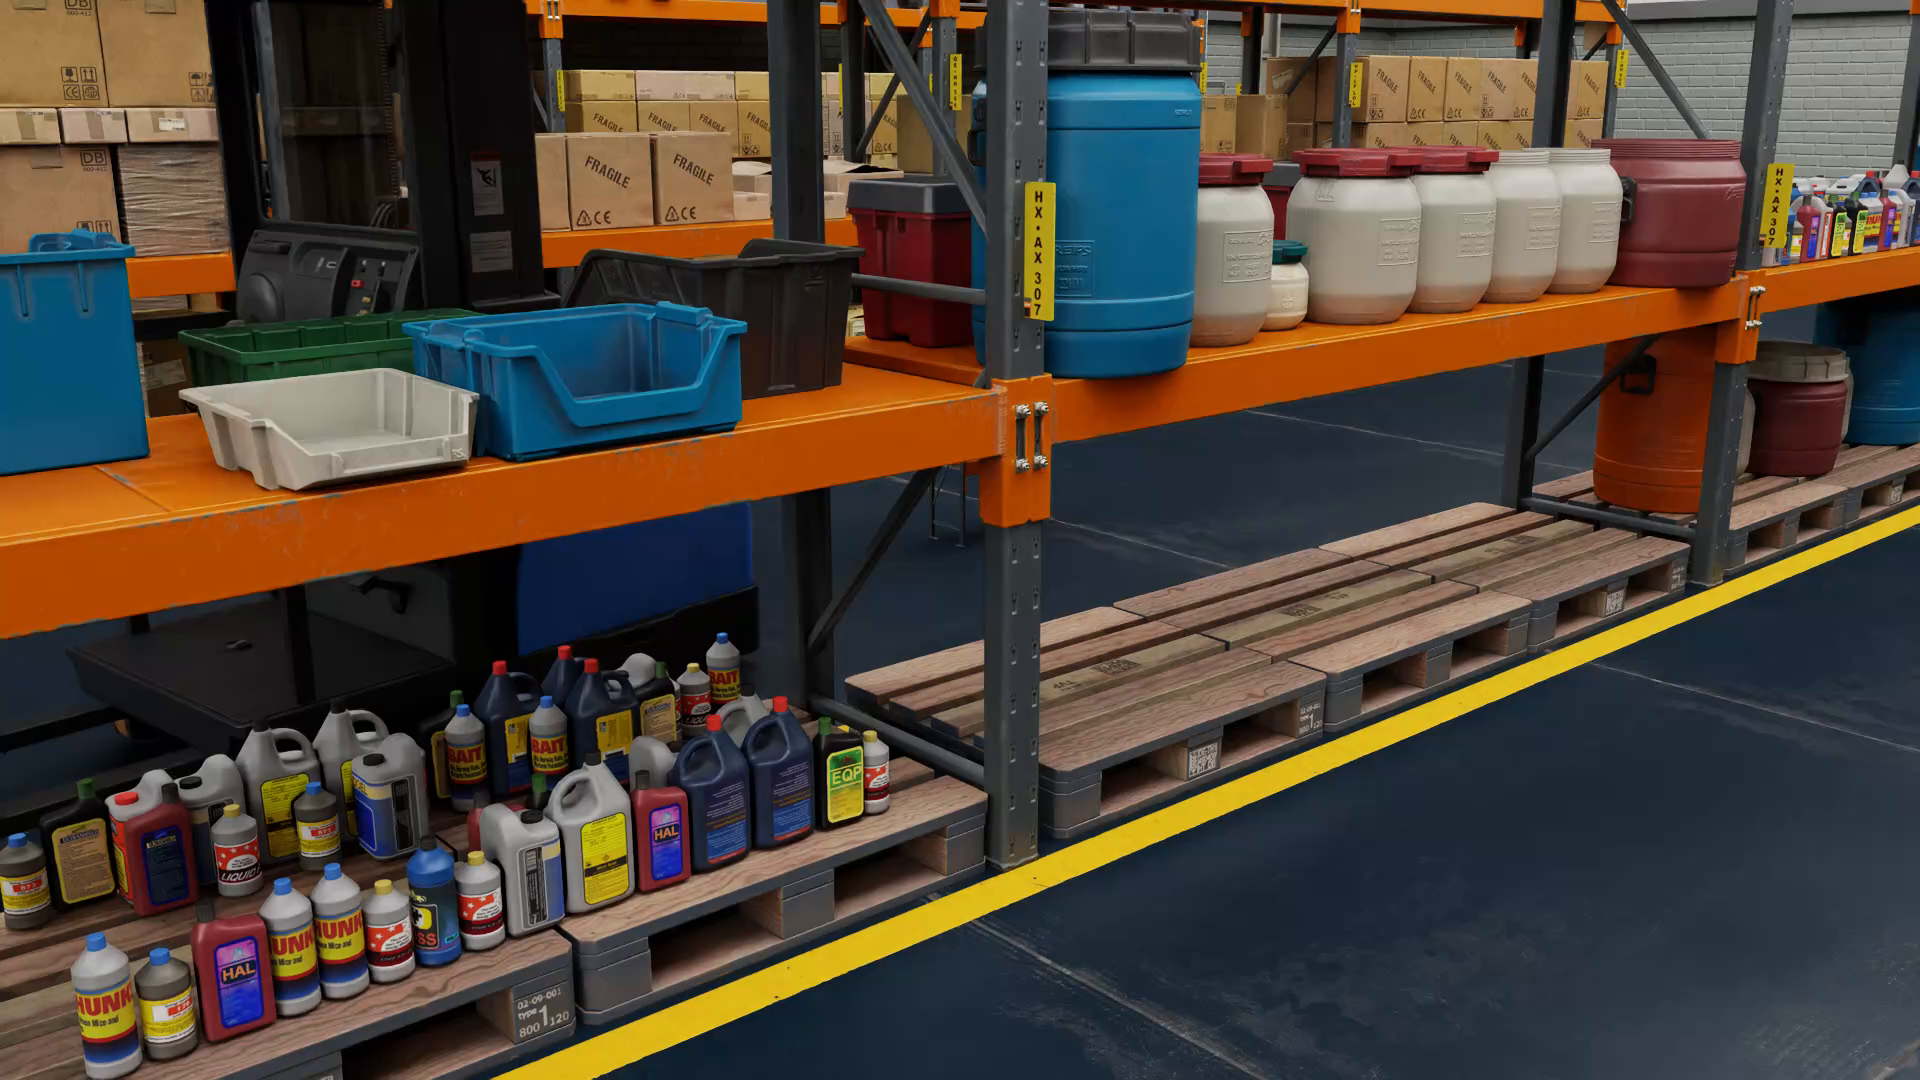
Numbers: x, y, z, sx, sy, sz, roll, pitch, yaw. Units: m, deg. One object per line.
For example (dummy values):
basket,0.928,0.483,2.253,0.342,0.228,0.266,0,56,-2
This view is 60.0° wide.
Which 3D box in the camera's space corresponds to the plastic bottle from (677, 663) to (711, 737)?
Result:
plastic bottle,-0.766,0.456,4.801,0.097,0.201,0.097,0,15,0

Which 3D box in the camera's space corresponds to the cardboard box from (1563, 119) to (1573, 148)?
cardboard box,5.094,-3.498,14.840,0.500,0.500,0.500,-12,19,-39

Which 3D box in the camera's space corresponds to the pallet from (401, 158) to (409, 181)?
pallet,-4.115,-3.042,13.697,1.003,0.211,1.213,-13,19,-39

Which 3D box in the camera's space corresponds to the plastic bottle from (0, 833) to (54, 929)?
plastic bottle,-2.082,0.751,3.696,0.097,0.201,0.097,0,15,0

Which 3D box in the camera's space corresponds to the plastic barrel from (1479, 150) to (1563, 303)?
plastic barrel,1.902,-1.114,5.891,0.421,0.512,0.421,0,15,0

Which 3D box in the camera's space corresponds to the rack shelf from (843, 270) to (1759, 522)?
rack shelf,1.347,-0.661,5.805,4.000,0.370,1.077,-13,19,-39

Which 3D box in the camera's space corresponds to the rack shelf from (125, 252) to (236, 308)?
rack shelf,-4.919,-0.948,6.881,4.000,0.370,1.077,-13,19,-39

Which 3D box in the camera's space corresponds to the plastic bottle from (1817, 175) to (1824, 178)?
plastic bottle,4.647,-1.839,9.048,0.133,0.283,0.061,-13,19,-39

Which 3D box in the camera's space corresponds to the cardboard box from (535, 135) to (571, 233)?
cardboard box,-2.423,-1.899,8.853,0.500,0.500,0.500,-11,18,-35

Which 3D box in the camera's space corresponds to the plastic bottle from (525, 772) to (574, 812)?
plastic bottle,-0.933,0.667,3.851,0.133,0.283,0.061,-13,19,-39

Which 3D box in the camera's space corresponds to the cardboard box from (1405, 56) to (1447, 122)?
cardboard box,3.554,-3.634,13.410,0.500,0.500,0.500,-13,20,-41

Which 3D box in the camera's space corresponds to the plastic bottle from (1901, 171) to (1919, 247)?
plastic bottle,4.564,-1.595,8.004,0.185,0.351,0.144,-13,19,-39

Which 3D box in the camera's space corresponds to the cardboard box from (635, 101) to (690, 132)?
cardboard box,-2.712,-3.597,14.594,0.500,0.500,0.500,-12,19,-38

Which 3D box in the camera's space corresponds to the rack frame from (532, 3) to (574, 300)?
rack frame,-3.648,-3.276,14.201,0.127,3.000,1.000,-13,19,-39

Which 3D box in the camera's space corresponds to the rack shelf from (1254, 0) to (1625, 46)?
rack shelf,4.133,-4.430,14.104,4.000,0.370,1.077,-13,19,-39

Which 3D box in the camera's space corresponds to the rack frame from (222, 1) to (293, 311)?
rack frame,-3.410,-1.634,8.057,0.127,3.000,1.000,-13,19,-39

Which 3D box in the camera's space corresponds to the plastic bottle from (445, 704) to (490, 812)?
plastic bottle,-1.272,0.556,4.290,0.097,0.271,0.097,0,15,0

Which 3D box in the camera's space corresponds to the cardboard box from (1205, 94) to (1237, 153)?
cardboard box,1.643,-3.075,12.443,0.500,0.500,0.700,-9,17,-31

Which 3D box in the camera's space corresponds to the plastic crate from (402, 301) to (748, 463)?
plastic crate,-0.818,-0.357,3.563,0.616,0.251,0.499,-13,19,-39

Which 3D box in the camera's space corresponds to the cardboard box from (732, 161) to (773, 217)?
cardboard box,-1.195,-2.155,10.179,0.500,0.311,0.500,-13,20,-40

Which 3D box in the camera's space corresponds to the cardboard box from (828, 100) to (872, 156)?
cardboard box,-1.191,-3.940,15.877,0.500,0.500,0.500,-12,19,-39

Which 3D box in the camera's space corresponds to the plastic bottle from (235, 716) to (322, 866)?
plastic bottle,-1.646,0.589,4.012,0.185,0.351,0.144,-12,19,-37

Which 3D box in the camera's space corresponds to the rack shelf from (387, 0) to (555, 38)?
rack shelf,-5.156,-4.039,12.639,4.000,0.370,1.077,-13,19,-39

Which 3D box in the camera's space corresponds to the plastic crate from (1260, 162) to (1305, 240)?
plastic crate,1.436,-1.164,6.171,0.583,0.464,0.402,-13,19,-39

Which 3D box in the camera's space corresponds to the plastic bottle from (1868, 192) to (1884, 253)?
plastic bottle,4.197,-1.466,7.676,0.097,0.271,0.097,0,15,0

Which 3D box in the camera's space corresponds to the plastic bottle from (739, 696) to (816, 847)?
plastic bottle,-0.458,0.563,4.111,0.185,0.351,0.144,-13,20,-41

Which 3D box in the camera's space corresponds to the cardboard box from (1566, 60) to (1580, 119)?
cardboard box,5.106,-3.984,14.721,0.500,0.500,0.500,-12,19,-38

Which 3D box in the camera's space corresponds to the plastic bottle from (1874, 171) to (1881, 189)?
plastic bottle,5.216,-1.967,9.526,0.133,0.283,0.061,-13,19,-39

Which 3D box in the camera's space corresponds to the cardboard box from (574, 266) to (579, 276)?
cardboard box,-3.007,-2.539,14.795,0.750,0.750,0.750,-13,20,-40

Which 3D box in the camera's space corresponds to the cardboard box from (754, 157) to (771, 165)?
cardboard box,-1.894,-3.480,15.413,0.250,0.149,0.380,-12,19,-38

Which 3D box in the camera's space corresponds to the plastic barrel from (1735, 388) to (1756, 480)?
plastic barrel,3.581,-0.547,7.994,0.421,0.512,0.421,0,15,0

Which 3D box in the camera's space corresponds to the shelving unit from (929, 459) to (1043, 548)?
shelving unit,0.125,-0.608,7.700,0.503,1.200,0.258,-13,19,-39

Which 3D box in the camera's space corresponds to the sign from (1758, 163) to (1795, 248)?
sign,3.222,-1.320,6.563,0.005,0.325,0.100,-13,19,-39

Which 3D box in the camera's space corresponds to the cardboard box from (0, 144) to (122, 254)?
cardboard box,-4.135,-1.516,7.418,0.500,0.500,0.700,-13,20,-40

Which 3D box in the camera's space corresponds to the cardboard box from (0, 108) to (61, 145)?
cardboard box,-4.056,-1.777,7.141,0.250,0.149,0.380,-13,20,-39

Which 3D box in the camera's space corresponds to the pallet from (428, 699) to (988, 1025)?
pallet,-0.696,0.783,4.408,1.213,0.211,1.003,-13,19,-39

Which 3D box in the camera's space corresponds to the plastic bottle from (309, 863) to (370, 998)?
plastic bottle,-1.273,0.792,3.406,0.097,0.271,0.097,0,15,0

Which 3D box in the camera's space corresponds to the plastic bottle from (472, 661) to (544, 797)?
plastic bottle,-1.185,0.486,4.400,0.185,0.351,0.144,-14,20,-42

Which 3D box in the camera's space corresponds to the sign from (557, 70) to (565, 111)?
sign,-3.284,-3.693,13.673,0.005,0.325,0.100,-13,19,-39

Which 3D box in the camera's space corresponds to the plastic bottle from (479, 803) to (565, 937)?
plastic bottle,-0.972,0.713,3.694,0.135,0.276,0.152,-12,19,-38

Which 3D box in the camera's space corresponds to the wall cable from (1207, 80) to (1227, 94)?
wall cable,2.733,-5.523,20.645,1.851,1.984,0.084,-13,19,-39

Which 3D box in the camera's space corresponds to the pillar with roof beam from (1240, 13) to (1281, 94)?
pillar with roof beam,6.683,-7.317,17.706,0.400,9.000,9.100,-13,19,-39

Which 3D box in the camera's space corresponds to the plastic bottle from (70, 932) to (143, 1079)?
plastic bottle,-1.607,0.867,3.125,0.097,0.271,0.097,0,15,0

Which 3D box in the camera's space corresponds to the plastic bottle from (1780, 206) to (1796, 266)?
plastic bottle,3.500,-1.310,7.090,0.097,0.271,0.097,0,15,0

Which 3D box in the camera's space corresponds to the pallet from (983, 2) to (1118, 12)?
pallet,0.914,-5.702,17.643,1.213,0.211,1.003,-13,19,-39

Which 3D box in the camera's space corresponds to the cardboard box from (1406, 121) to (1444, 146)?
cardboard box,3.572,-3.159,13.569,0.500,0.500,0.500,-12,19,-38

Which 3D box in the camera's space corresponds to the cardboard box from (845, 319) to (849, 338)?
cardboard box,-1.014,-1.232,9.976,0.500,0.311,0.500,-13,20,-40

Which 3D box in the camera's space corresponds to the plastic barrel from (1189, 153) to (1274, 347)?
plastic barrel,0.704,-0.855,4.873,0.433,0.535,0.433,0,15,0

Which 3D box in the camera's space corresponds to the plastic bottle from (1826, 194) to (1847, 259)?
plastic bottle,3.875,-1.393,7.380,0.133,0.283,0.061,-13,19,-39

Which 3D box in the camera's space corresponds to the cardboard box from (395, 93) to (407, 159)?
cardboard box,-4.399,-3.355,13.452,0.700,0.500,0.500,14,20,42

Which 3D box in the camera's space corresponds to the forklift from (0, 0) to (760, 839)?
forklift,-2.050,-0.748,4.871,1.130,2.935,3.031,12,19,38

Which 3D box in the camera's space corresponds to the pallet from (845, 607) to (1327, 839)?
pallet,0.405,0.537,5.330,1.213,0.211,1.003,-13,19,-39

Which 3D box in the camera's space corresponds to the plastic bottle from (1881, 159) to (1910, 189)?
plastic bottle,5.365,-1.998,9.511,0.185,0.351,0.144,-13,19,-39

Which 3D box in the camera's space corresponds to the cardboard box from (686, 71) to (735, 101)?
cardboard box,-2.356,-4.043,14.812,0.500,0.250,0.500,-12,19,-39

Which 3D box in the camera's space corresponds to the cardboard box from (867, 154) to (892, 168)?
cardboard box,-0.874,-3.682,16.170,0.250,0.149,0.380,-12,19,-38

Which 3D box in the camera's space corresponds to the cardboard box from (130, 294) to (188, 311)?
cardboard box,-6.121,-1.731,12.409,0.500,0.500,0.700,-12,19,-38
